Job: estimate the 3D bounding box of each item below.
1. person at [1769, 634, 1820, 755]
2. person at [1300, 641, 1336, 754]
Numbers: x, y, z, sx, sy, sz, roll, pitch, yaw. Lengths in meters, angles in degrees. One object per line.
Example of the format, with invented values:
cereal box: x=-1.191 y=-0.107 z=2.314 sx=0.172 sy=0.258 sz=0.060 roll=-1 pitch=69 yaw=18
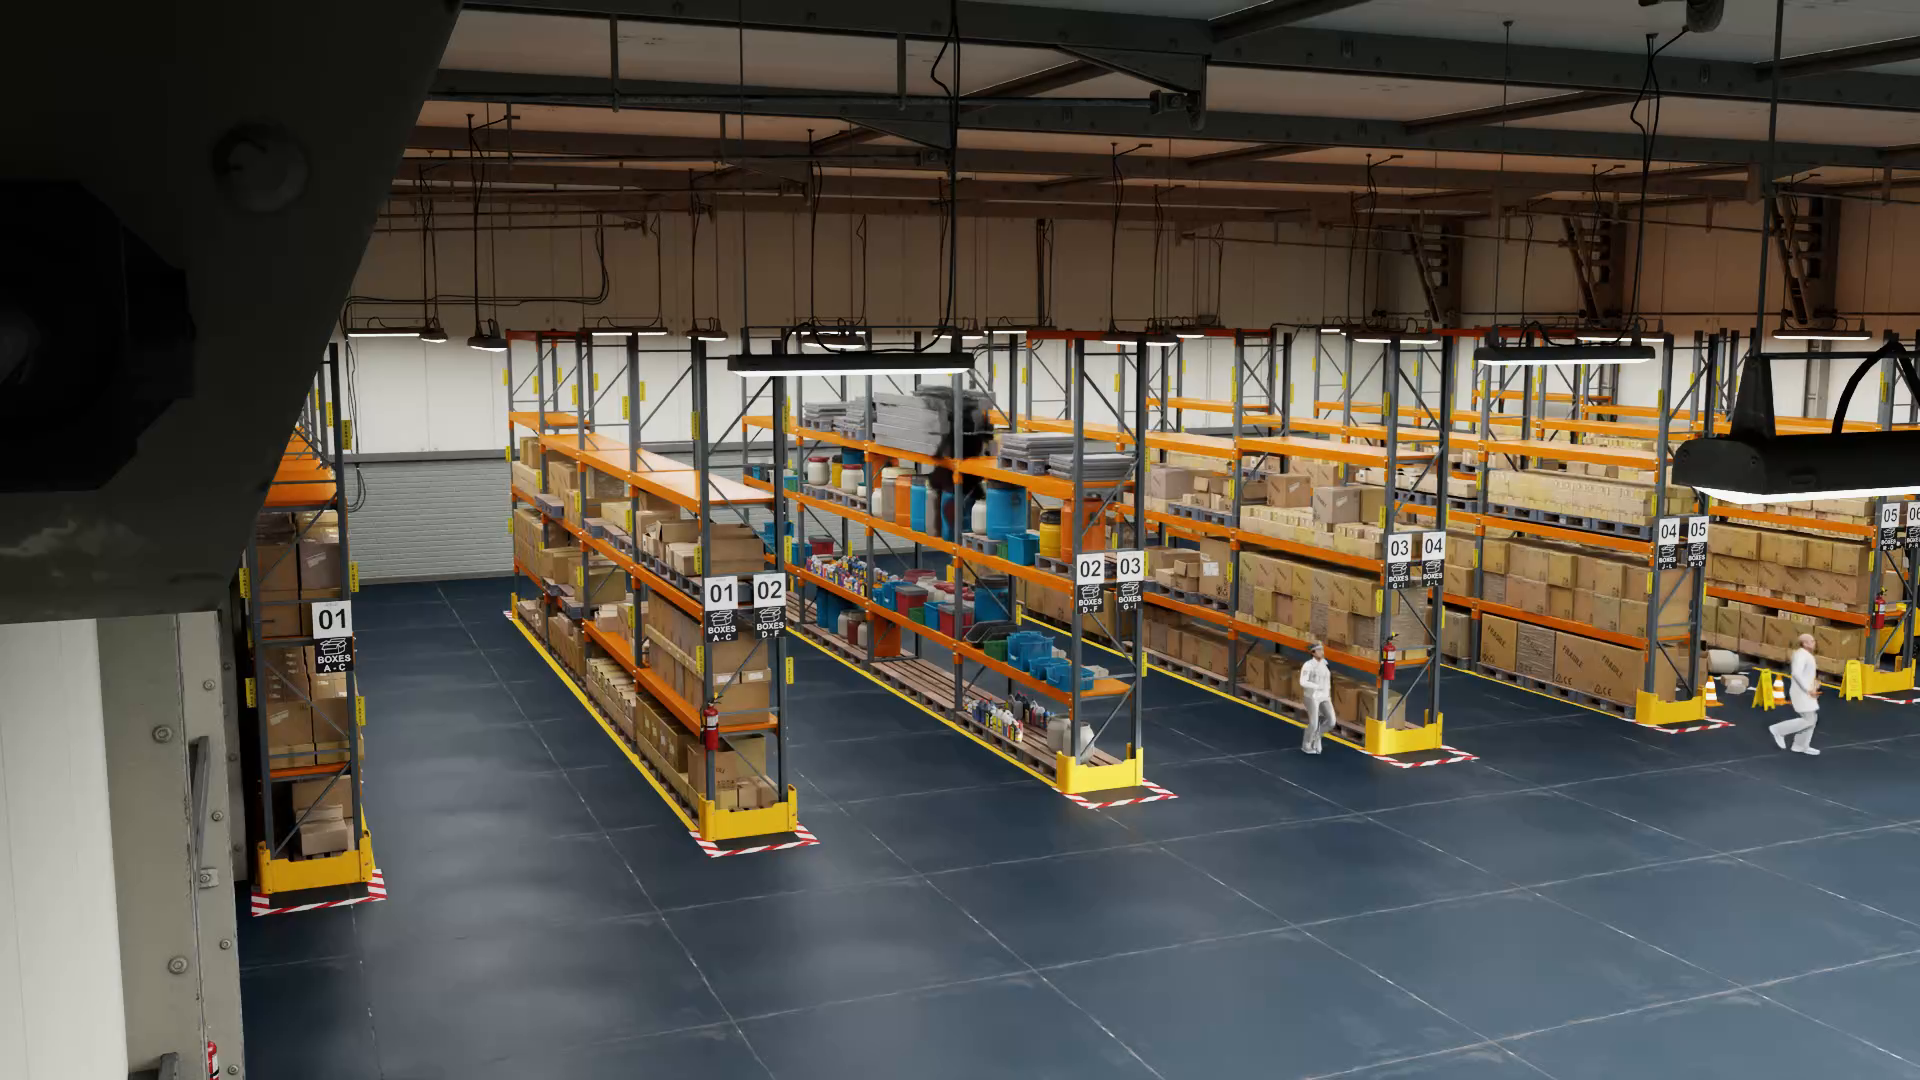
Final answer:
person: x=12.114 y=2.211 z=24.046 sx=0.683 sy=1.754 sz=0.733 roll=4 pitch=9 yaw=25
person: x=5.148 y=2.262 z=23.791 sx=0.621 sy=1.671 sz=0.563 roll=-4 pitch=9 yaw=-29
